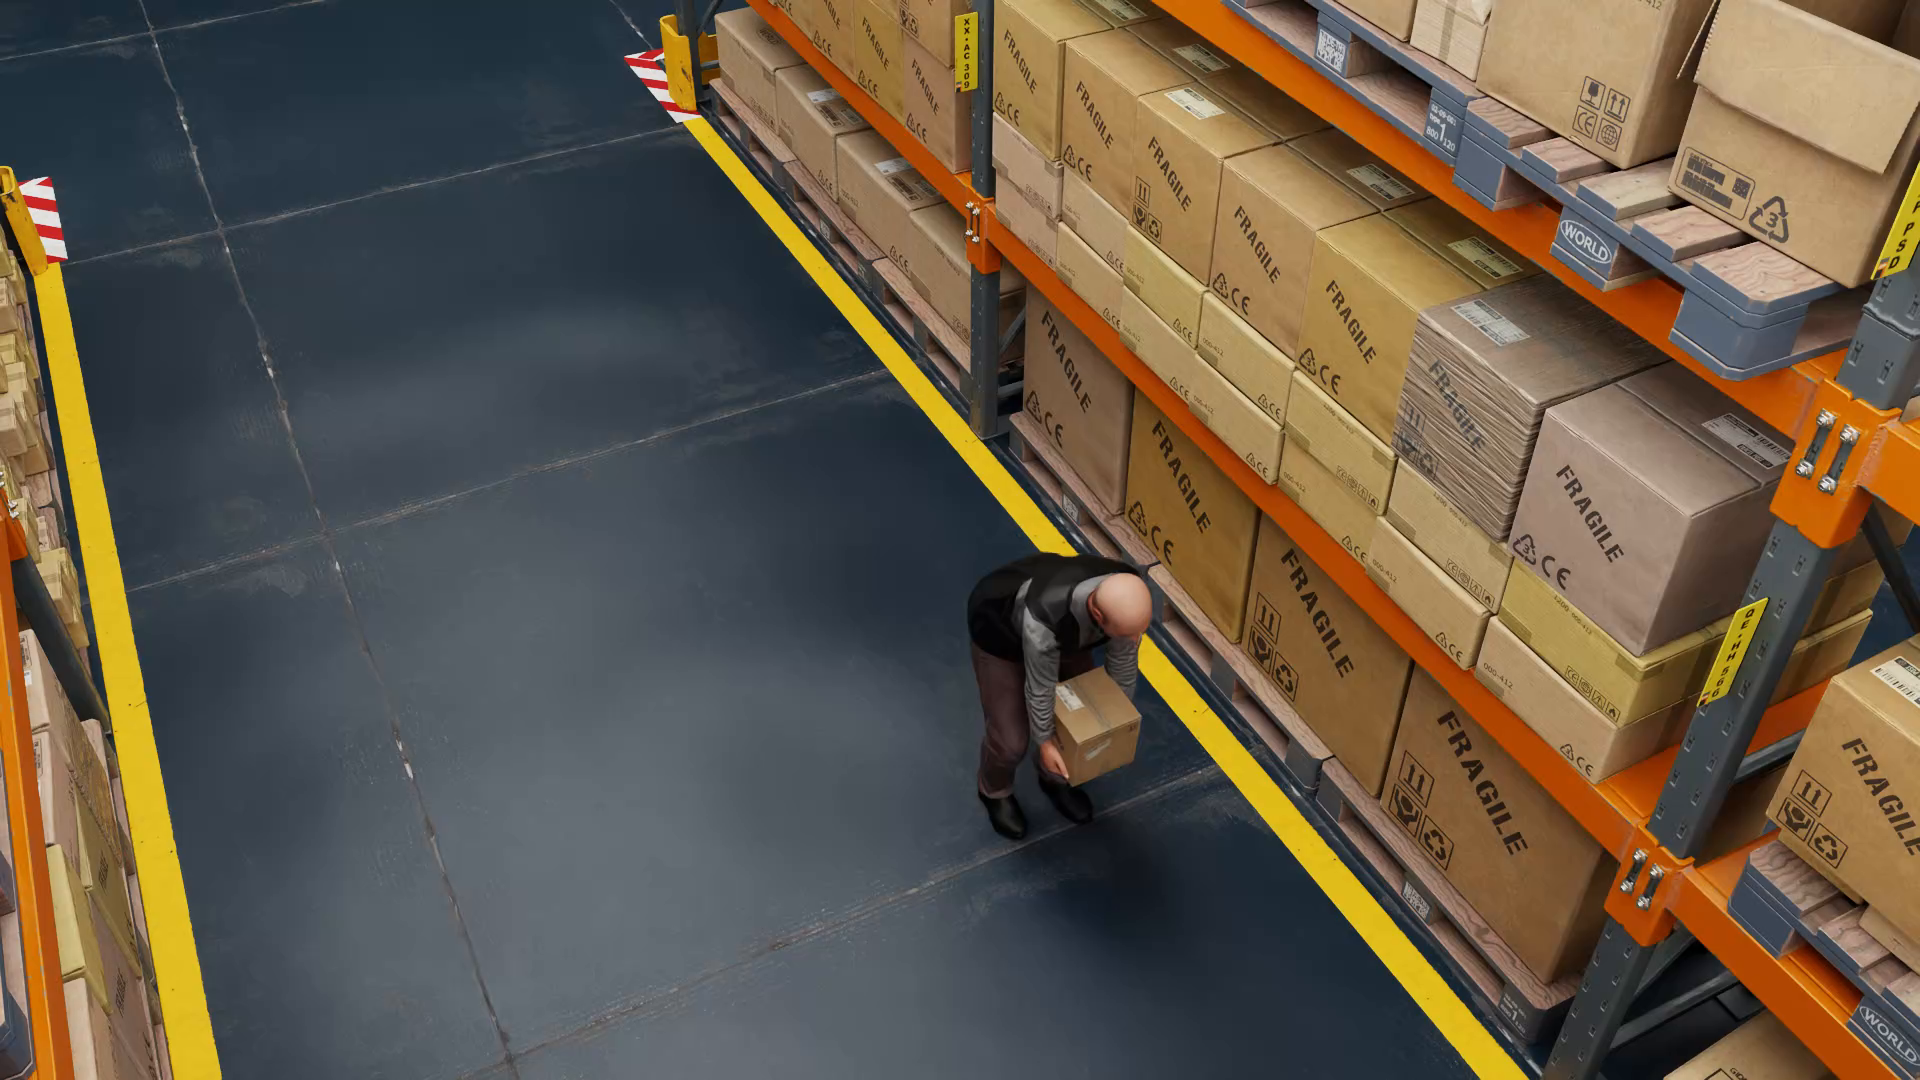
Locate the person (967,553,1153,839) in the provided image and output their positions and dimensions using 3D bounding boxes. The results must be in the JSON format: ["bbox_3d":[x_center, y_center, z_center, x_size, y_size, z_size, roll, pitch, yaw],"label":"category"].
[{"bbox_3d":[0.358,0.514,5.772,0.472,1.481,0.796,-20,45,-21],"label":"person"}]
